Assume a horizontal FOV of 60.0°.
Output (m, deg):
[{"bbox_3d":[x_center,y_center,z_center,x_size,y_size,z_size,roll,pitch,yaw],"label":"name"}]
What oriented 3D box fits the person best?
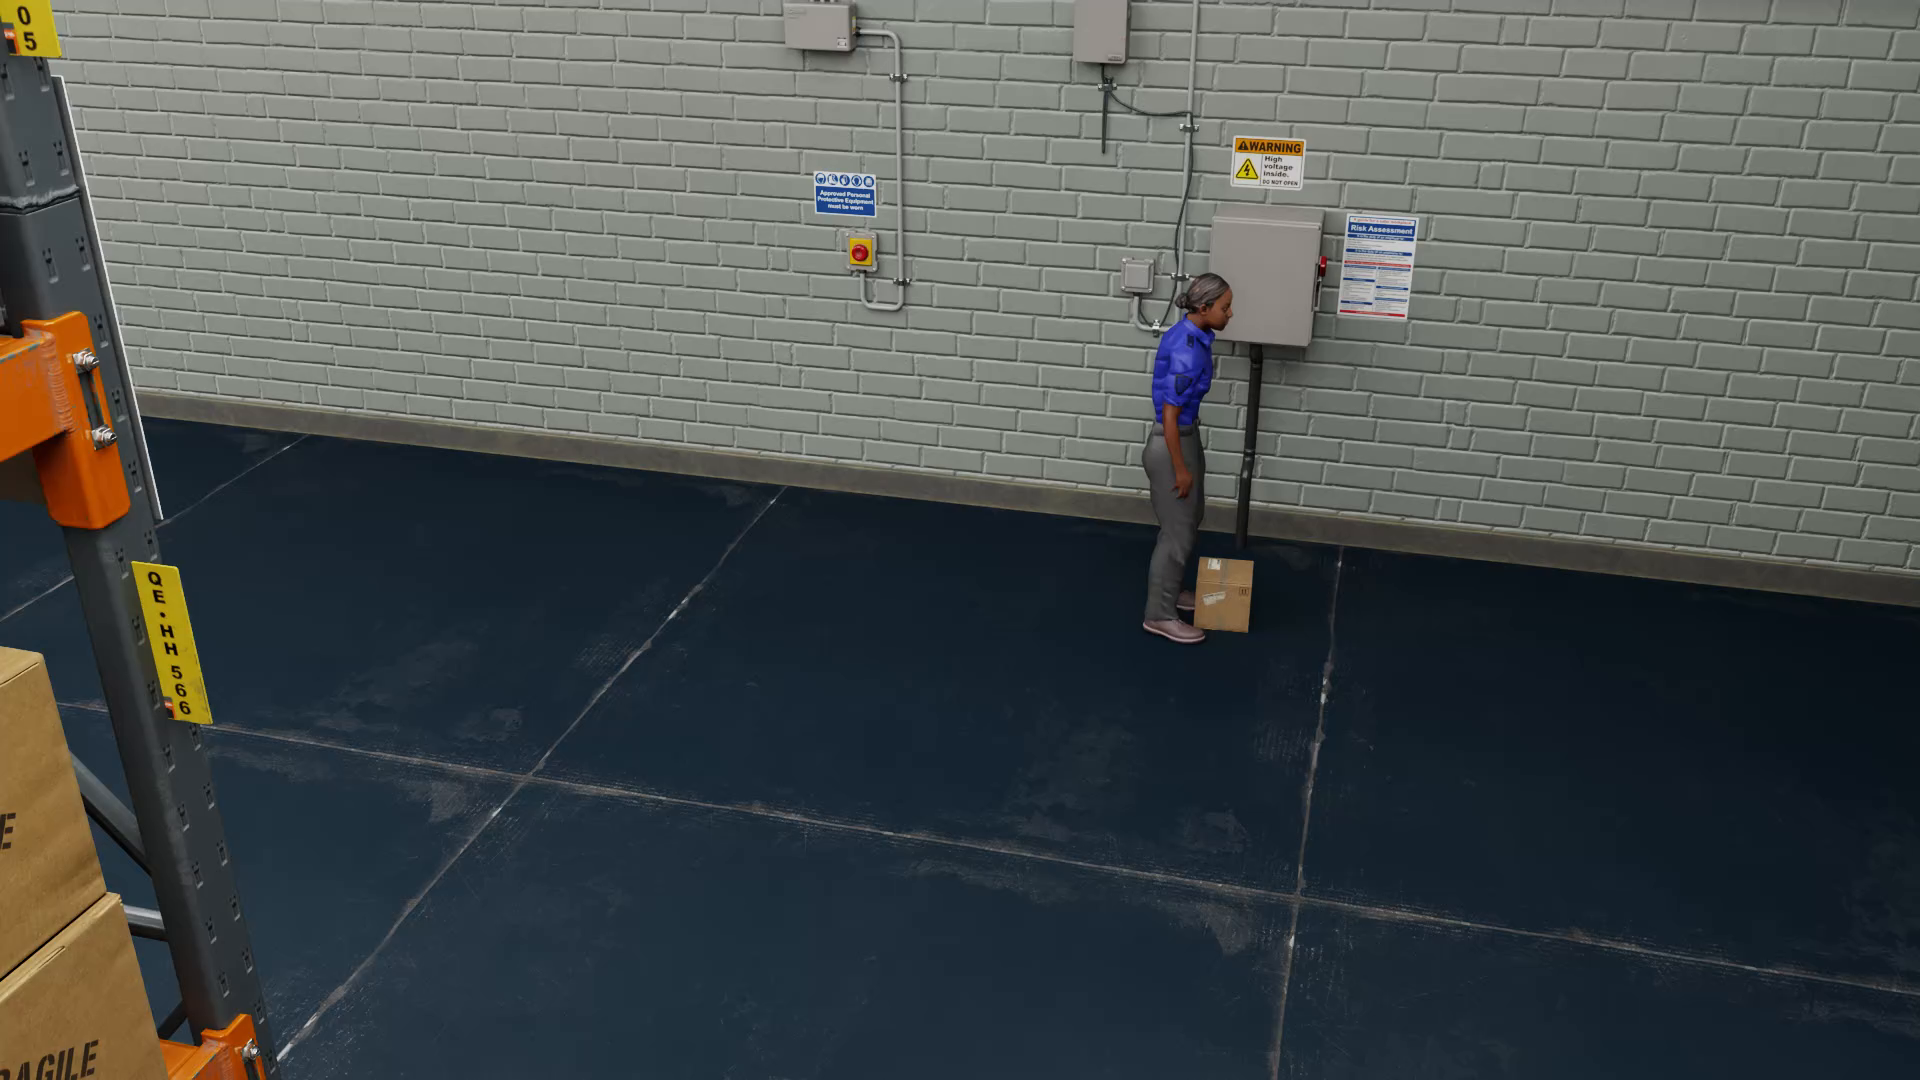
[{"bbox_3d":[0.996,-0.386,7.425,0.349,1.655,0.510,6,26,13],"label":"person"}]
